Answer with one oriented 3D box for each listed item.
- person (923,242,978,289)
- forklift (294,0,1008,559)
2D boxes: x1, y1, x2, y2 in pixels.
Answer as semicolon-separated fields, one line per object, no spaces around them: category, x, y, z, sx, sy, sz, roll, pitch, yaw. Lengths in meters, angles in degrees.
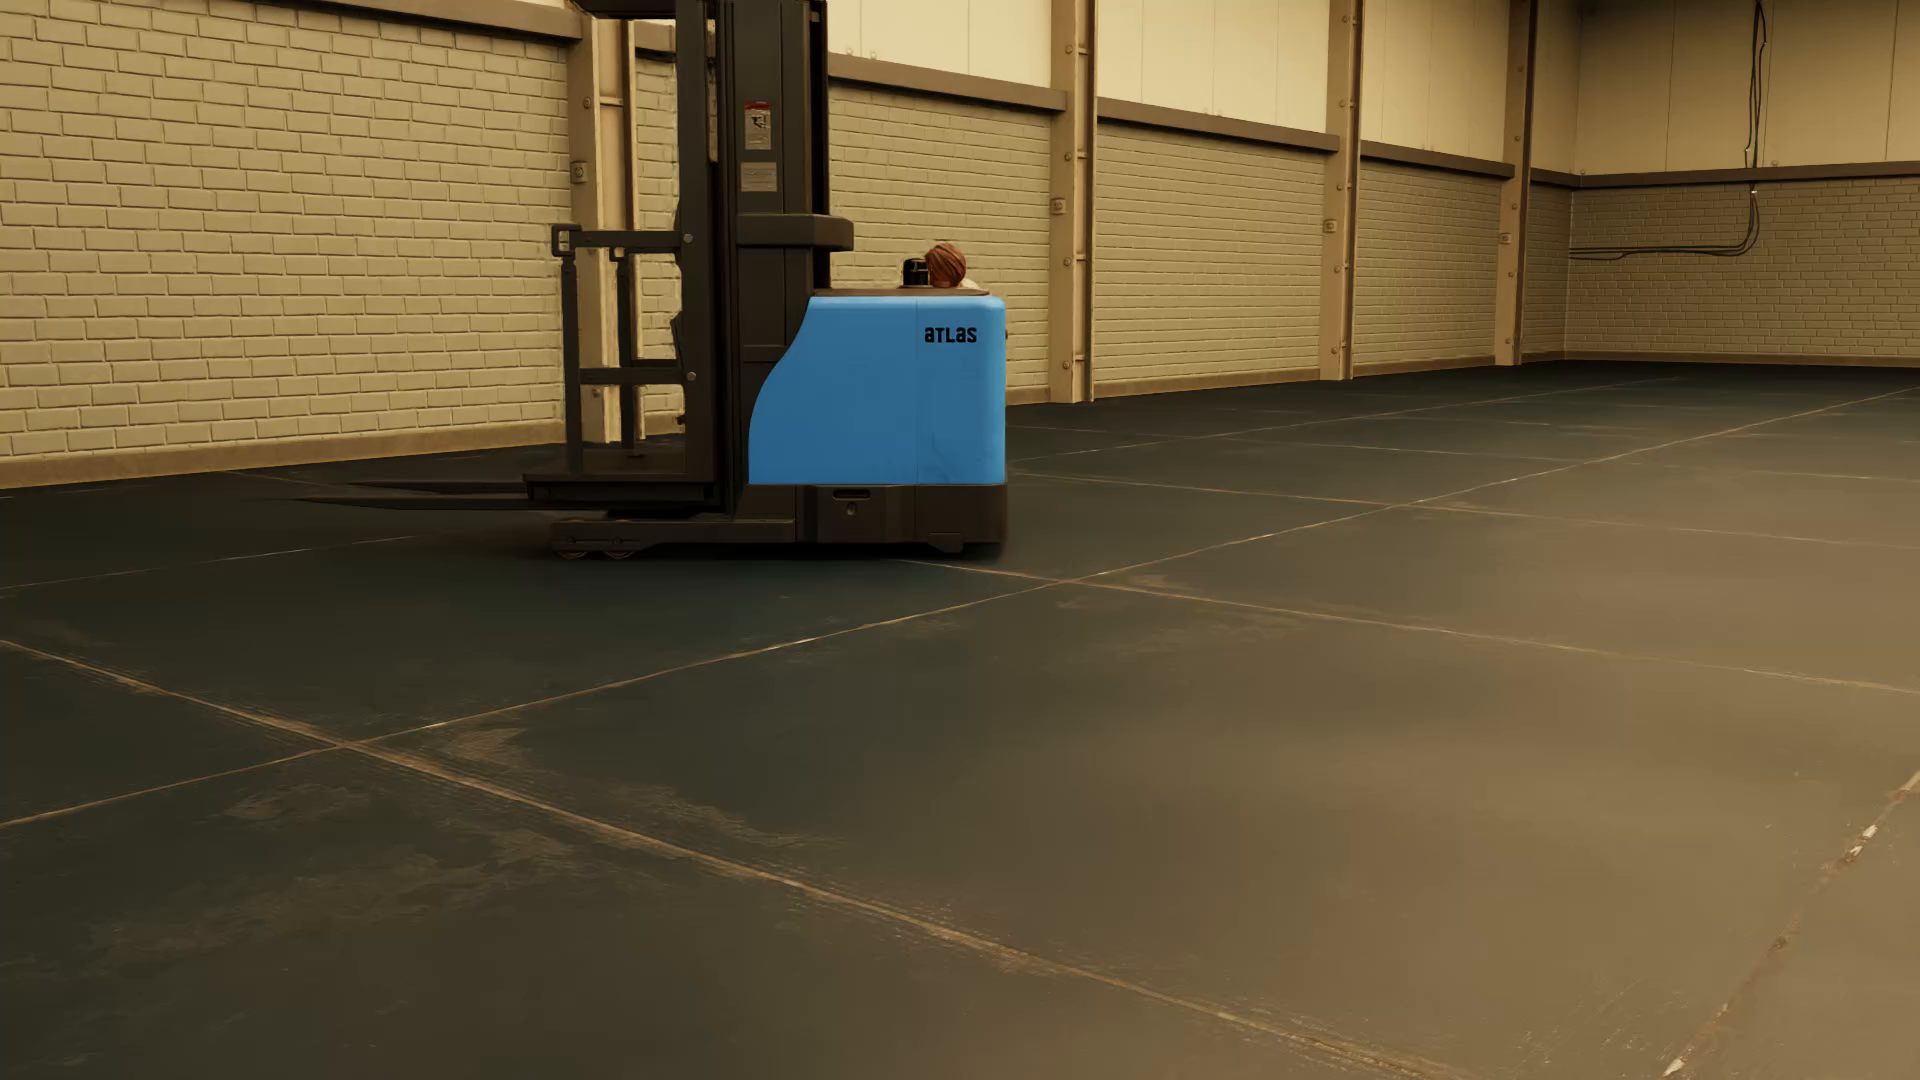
person;-0.151;-0.750;8.063;0.701;1.341;0.879;-5;10;-32
forklift;-1.308;-1.447;7.172;3.031;2.935;1.130;0;8;1
